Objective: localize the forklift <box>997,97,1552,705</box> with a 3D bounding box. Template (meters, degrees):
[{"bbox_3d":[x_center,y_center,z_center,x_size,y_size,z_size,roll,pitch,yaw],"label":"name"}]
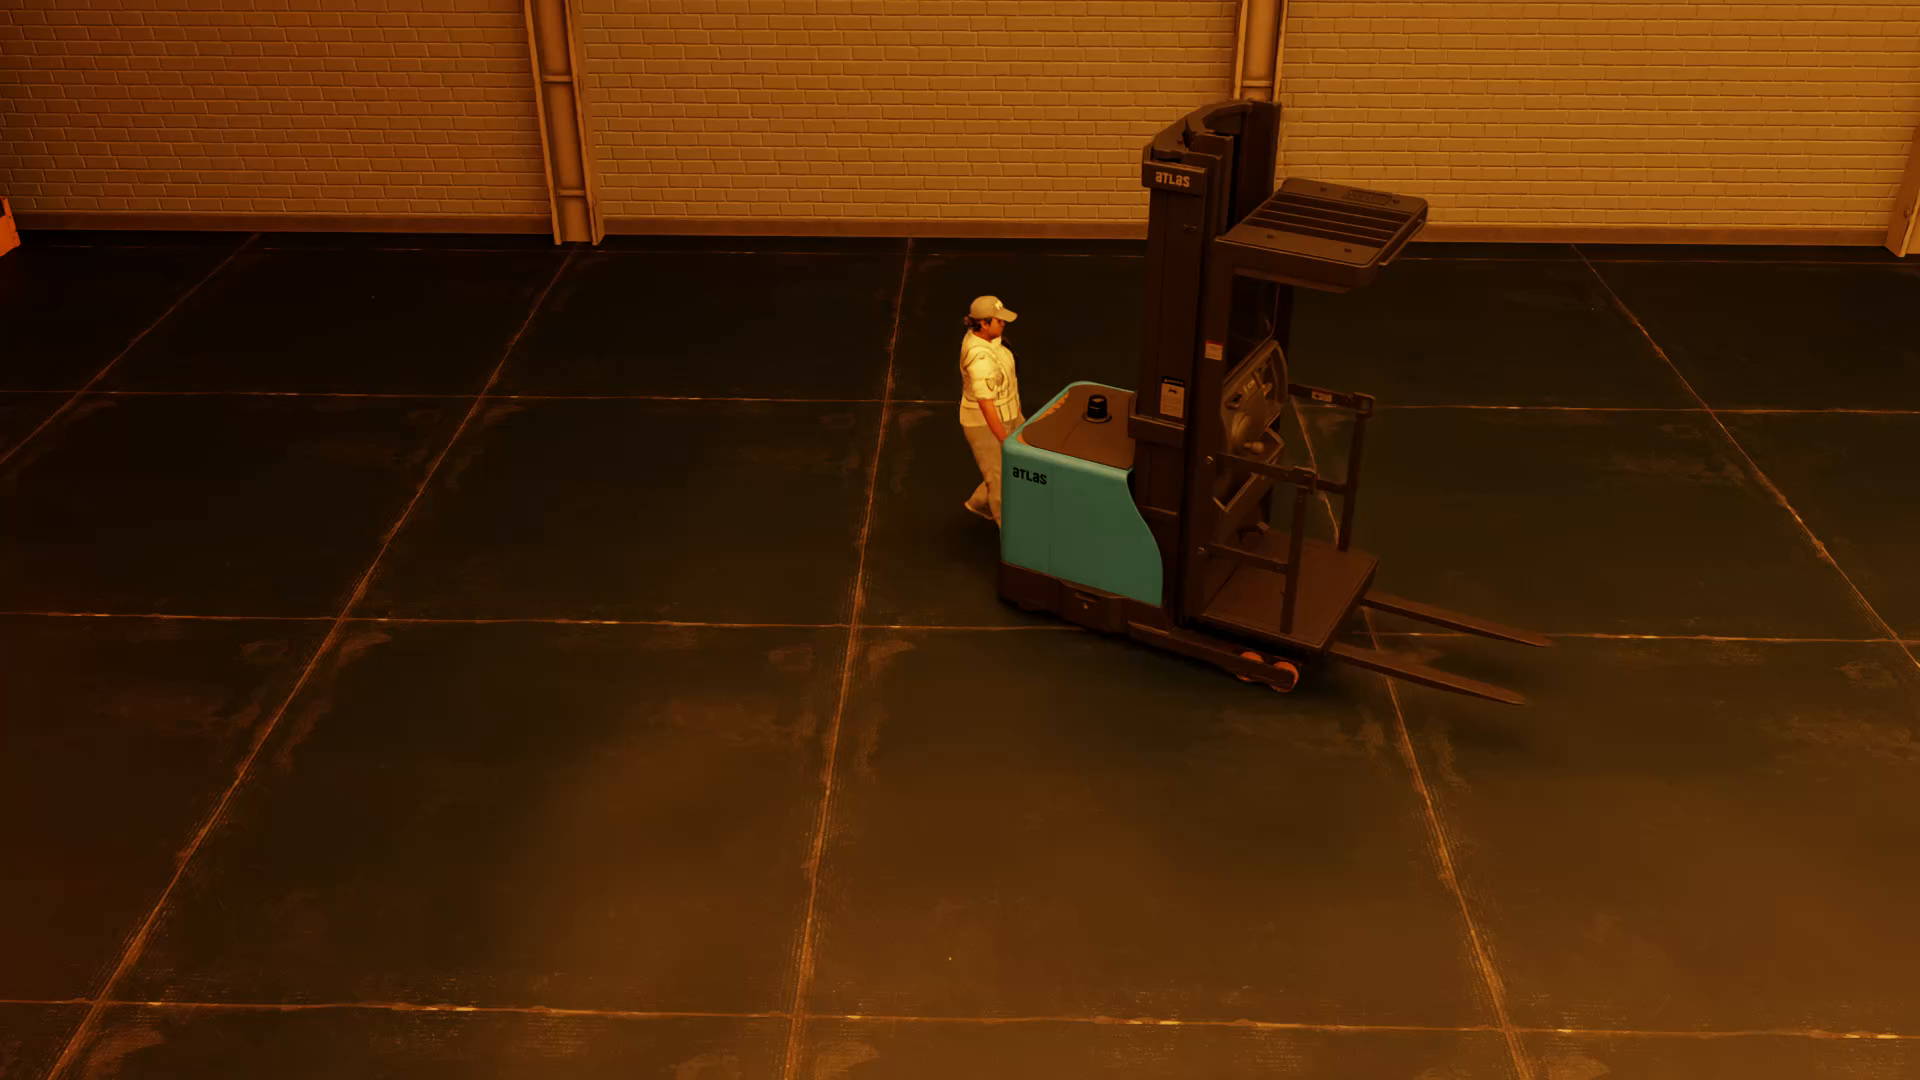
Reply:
[{"bbox_3d":[1.760,-0.740,8.869,3.031,2.935,1.130,16,34,25],"label":"forklift"}]

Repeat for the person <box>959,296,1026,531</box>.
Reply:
[{"bbox_3d":[0.329,-0.722,10.152,0.670,1.593,0.678,6,31,10],"label":"person"}]
